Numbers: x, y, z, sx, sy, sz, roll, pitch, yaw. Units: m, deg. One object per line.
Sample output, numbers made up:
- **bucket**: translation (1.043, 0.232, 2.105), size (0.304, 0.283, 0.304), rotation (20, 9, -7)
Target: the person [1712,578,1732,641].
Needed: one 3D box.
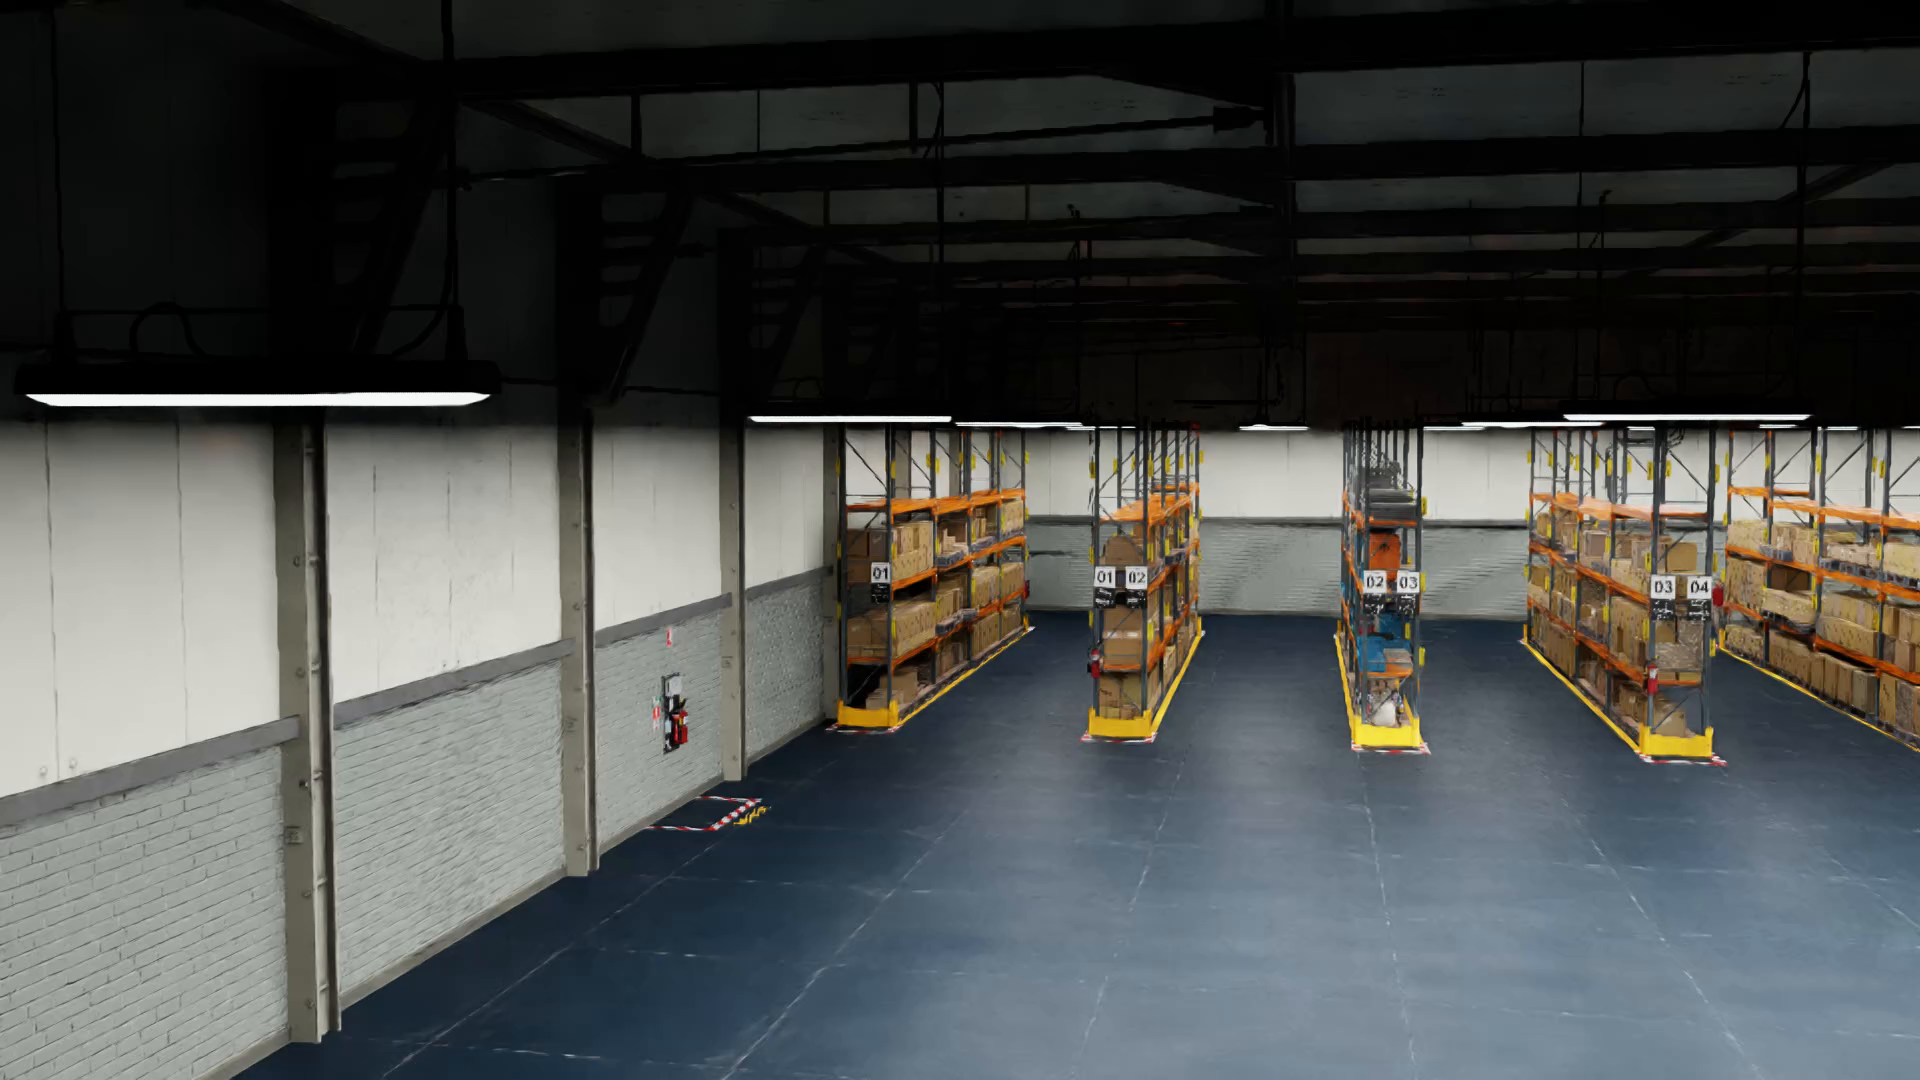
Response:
- **person**: translation (20.962, 1.907, 45.687), size (0.564, 1.715, 0.599), rotation (-3, 5, -42)
